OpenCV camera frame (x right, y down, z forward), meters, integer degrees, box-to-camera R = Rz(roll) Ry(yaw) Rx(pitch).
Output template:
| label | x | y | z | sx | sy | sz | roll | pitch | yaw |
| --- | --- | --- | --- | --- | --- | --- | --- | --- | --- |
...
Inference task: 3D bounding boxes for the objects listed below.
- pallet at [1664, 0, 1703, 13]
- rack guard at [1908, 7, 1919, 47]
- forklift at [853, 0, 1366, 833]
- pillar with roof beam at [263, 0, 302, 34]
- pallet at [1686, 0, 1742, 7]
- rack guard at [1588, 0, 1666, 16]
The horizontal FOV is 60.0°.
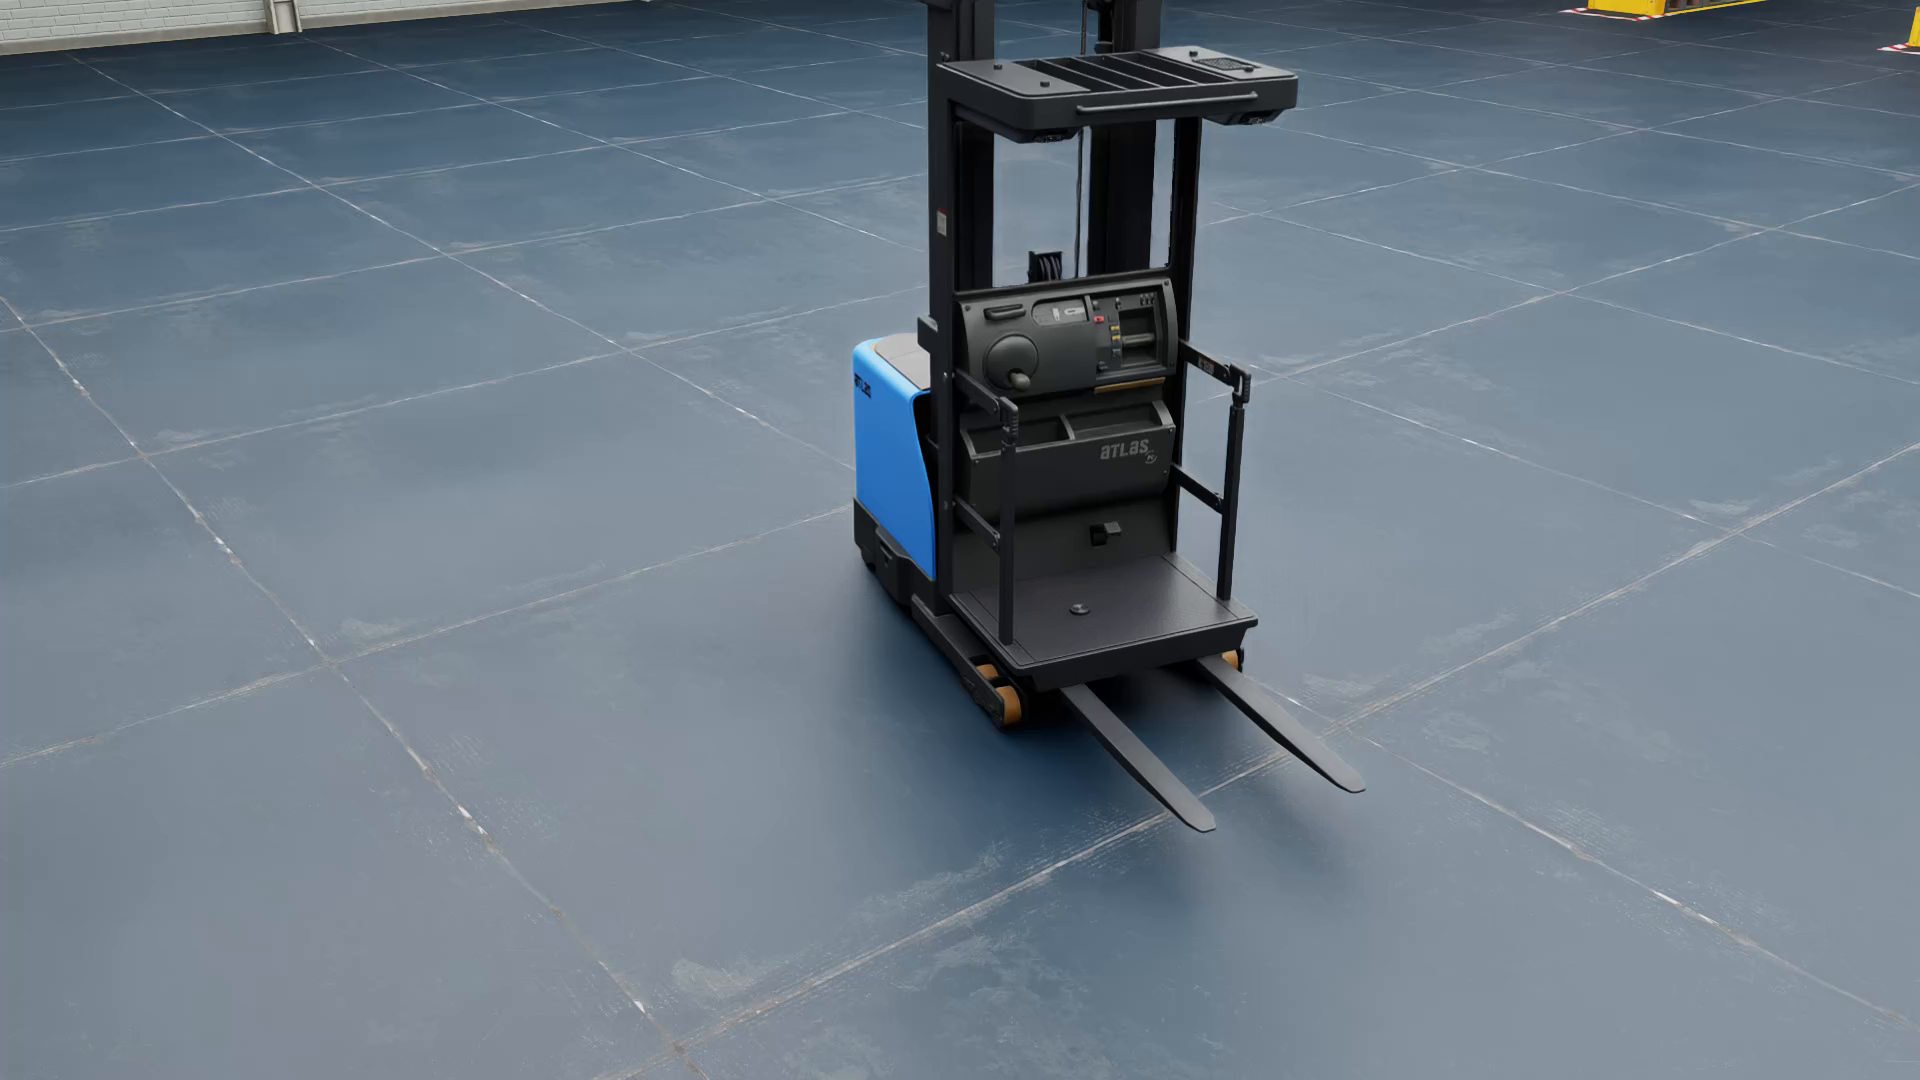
| label | x | y | z | sx | sy | sz | roll | pitch | yaw |
| --- | --- | --- | --- | --- | --- | --- | --- | --- | --- |
| pallet | 11.131 | -8.650 | 26.636 | 1.213 | 0.211 | 1.003 | -18 | 31 | -34 |
| rack guard | 13.573 | -6.915 | 22.556 | 0.348 | 0.500 | 1.175 | -18 | 31 | -34 |
| forklift | 0.530 | -0.785 | 6.460 | 1.130 | 2.935 | 3.031 | -10 | 27 | -21 |
| pillar with roof beam | -7.147 | -10.039 | 19.192 | 0.400 | 9.000 | 9.100 | -18 | 31 | -34 |
| pallet | 12.090 | -8.965 | 27.315 | 1.213 | 0.211 | 1.003 | -18 | 31 | -34 |
| rack guard | 10.488 | -8.571 | 26.125 | 0.348 | 0.500 | 1.175 | -18 | 31 | -34 |
